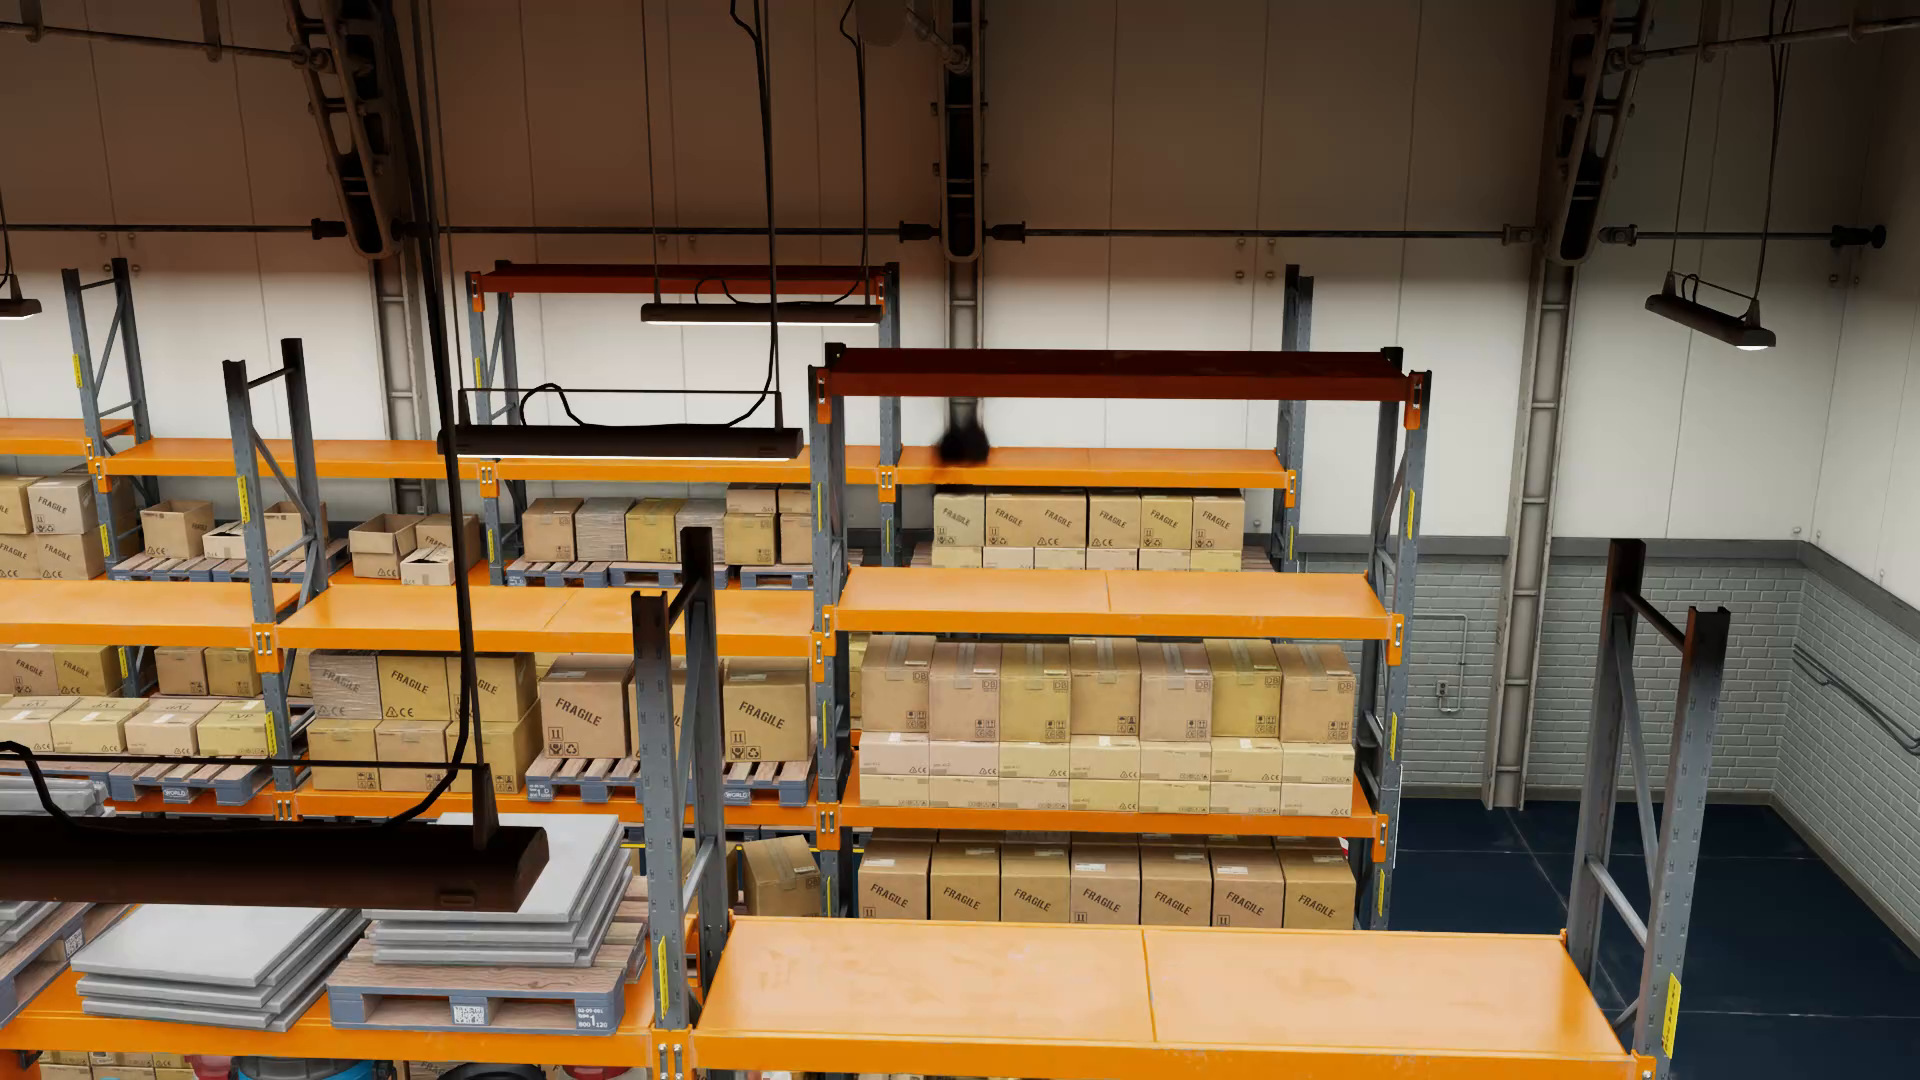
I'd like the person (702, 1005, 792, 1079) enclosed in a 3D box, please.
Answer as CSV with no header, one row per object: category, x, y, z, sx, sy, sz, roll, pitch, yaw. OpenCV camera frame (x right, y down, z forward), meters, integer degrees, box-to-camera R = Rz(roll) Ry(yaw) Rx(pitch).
person,-1.298,4.023,11.772,1.047,1.734,0.706,3,16,9
